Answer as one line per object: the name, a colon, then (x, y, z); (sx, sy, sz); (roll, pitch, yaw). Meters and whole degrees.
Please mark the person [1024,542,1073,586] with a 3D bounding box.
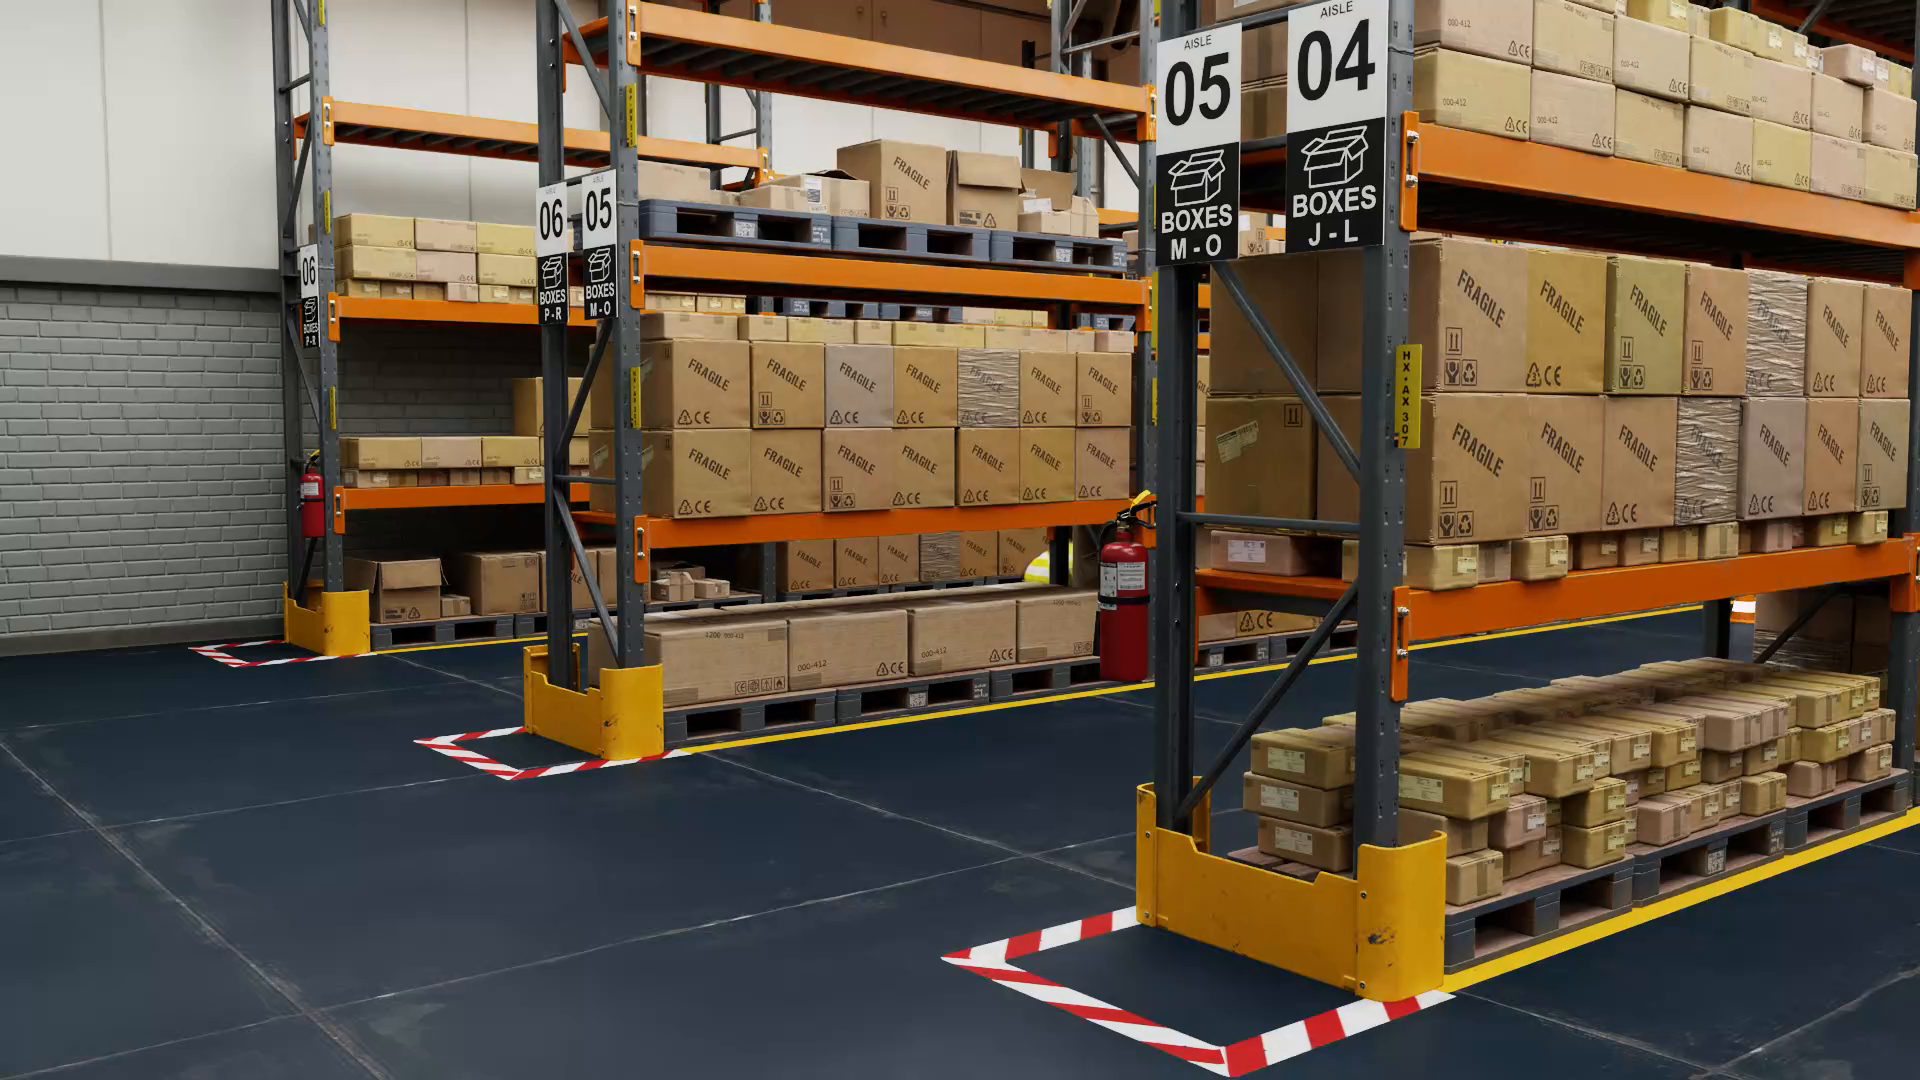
person: (0.969, 0.424, 14.388); (0.959, 0.810, 0.530); (-4, 6, -40)
